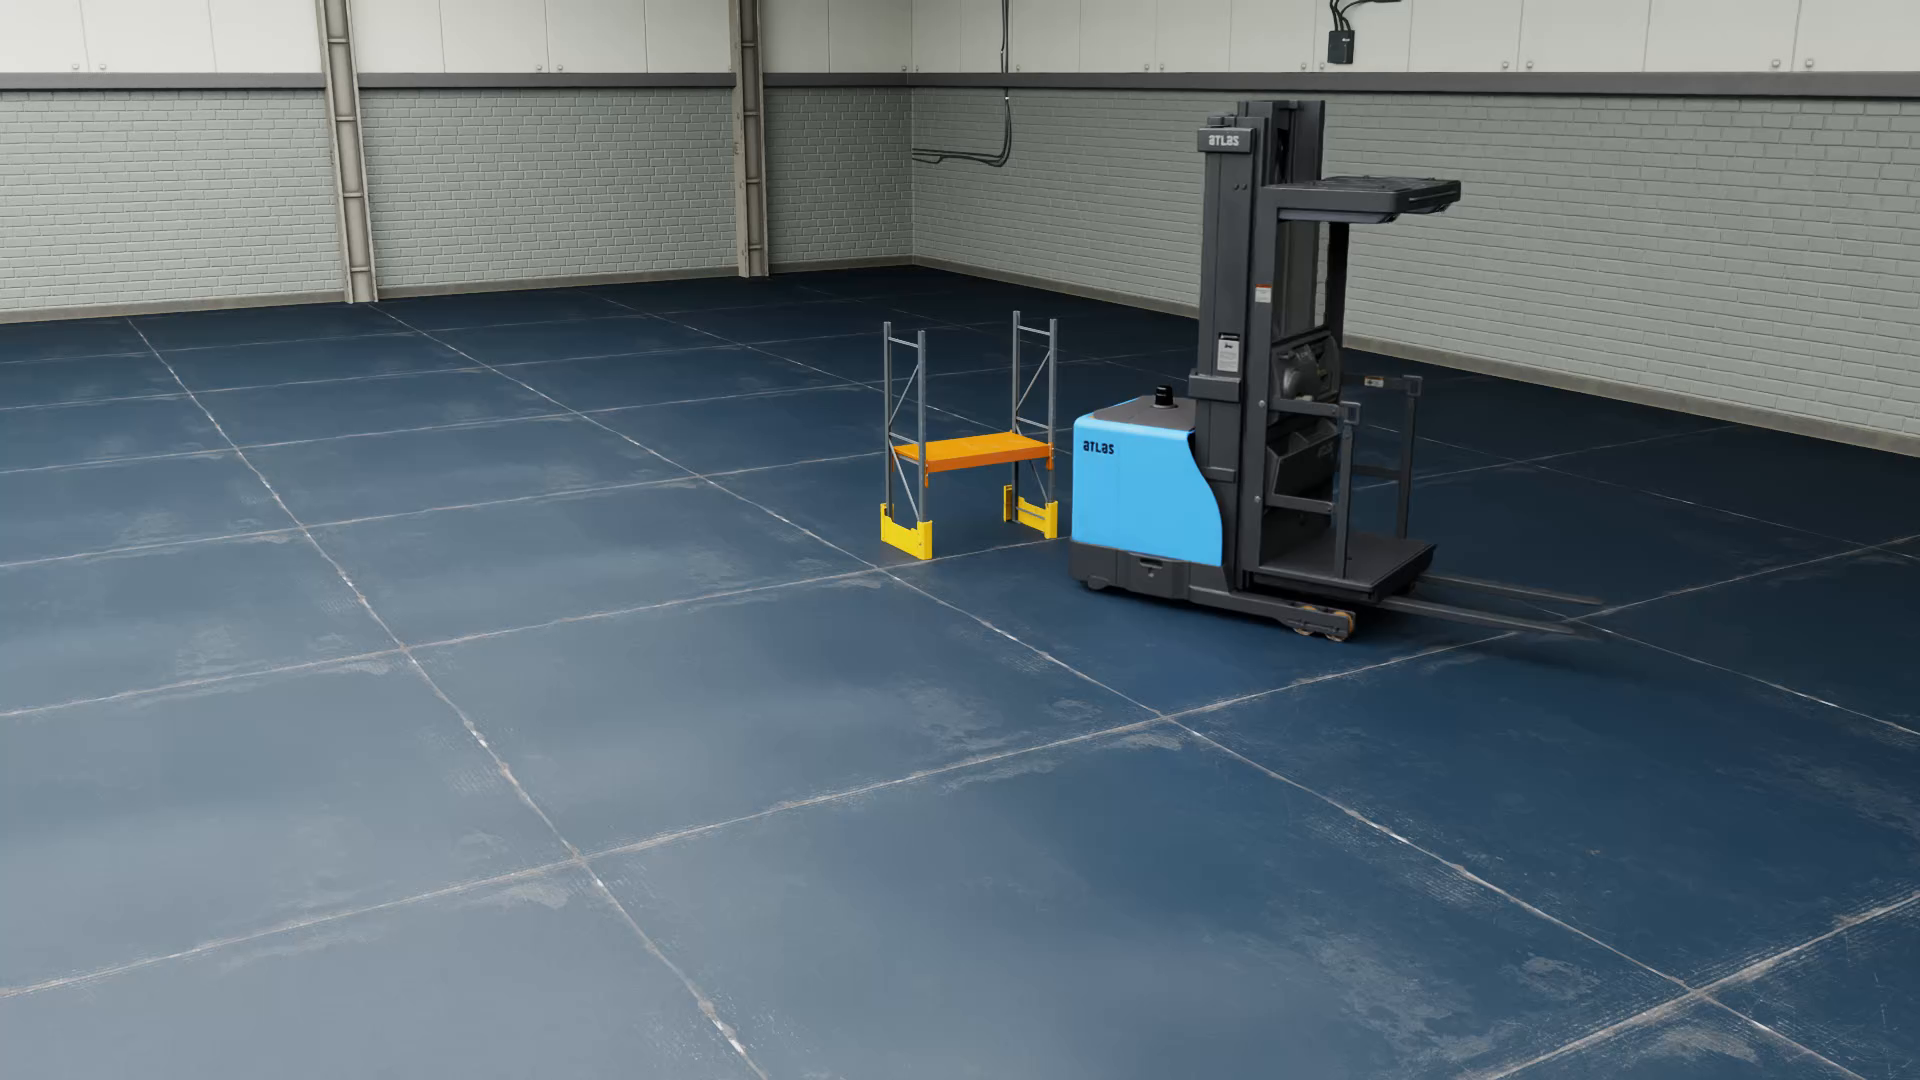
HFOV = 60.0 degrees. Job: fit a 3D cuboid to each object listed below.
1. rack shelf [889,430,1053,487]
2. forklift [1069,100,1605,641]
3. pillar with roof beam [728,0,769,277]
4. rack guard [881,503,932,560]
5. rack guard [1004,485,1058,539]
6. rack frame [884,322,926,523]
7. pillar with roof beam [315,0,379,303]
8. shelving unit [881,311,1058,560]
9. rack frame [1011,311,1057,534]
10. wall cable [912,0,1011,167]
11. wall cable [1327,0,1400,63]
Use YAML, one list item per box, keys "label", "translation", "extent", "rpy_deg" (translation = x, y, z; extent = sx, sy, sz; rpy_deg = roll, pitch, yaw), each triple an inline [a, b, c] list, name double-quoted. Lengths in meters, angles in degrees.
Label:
- label: "rack shelf"
  translation: [0.073, -0.561, 11.298]
  extent: [1.000, 0.185, 0.538]
  rpy_deg: [-9, 18, -30]
- label: "forklift"
  translation: [2.183, -1.003, 9.559]
  extent: [3.031, 2.935, 1.130]
  rpy_deg: [10, 19, 33]
- label: "pillar with roof beam"
  translation: [-1.055, -7.528, 21.593]
  extent: [0.400, 9.000, 9.100]
  rpy_deg: [-9, 18, -30]
- label: "rack guard"
  translation: [-0.362, -0.062, 11.167]
  extent: [0.087, 0.250, 0.587]
  rpy_deg: [-9, 18, -30]
- label: "rack guard"
  translation: [0.492, -0.200, 11.661]
  extent: [0.087, 0.250, 0.587]
  rpy_deg: [-9, 18, -30]
- label: "rack frame"
  translation: [-0.363, -0.663, 10.998]
  extent: [0.032, 1.500, 0.500]
  rpy_deg: [-9, 18, -30]
- label: "pillar with roof beam"
  translation: [-6.198, -6.694, 18.618]
  extent: [0.400, 9.000, 9.100]
  rpy_deg: [-9, 18, -30]
- label: "shelving unit"
  translation: [0.065, -0.733, 11.245]
  extent: [1.083, 1.500, 0.587]
  rpy_deg: [-9, 18, -30]
- label: "rack frame"
  translation: [0.509, -0.805, 11.502]
  extent: [0.032, 1.500, 0.500]
  rpy_deg: [-9, 18, -30]
- label: "wall cable"
  translation: [-0.066, -7.132, 25.935]
  extent: [0.112, 2.526, 3.097]
  rpy_deg: [-9, 18, -30]
- label: "wall cable"
  translation: [4.810, -8.067, 17.213]
  extent: [0.169, 6.003, 2.305]
  rpy_deg: [-9, 18, -30]
